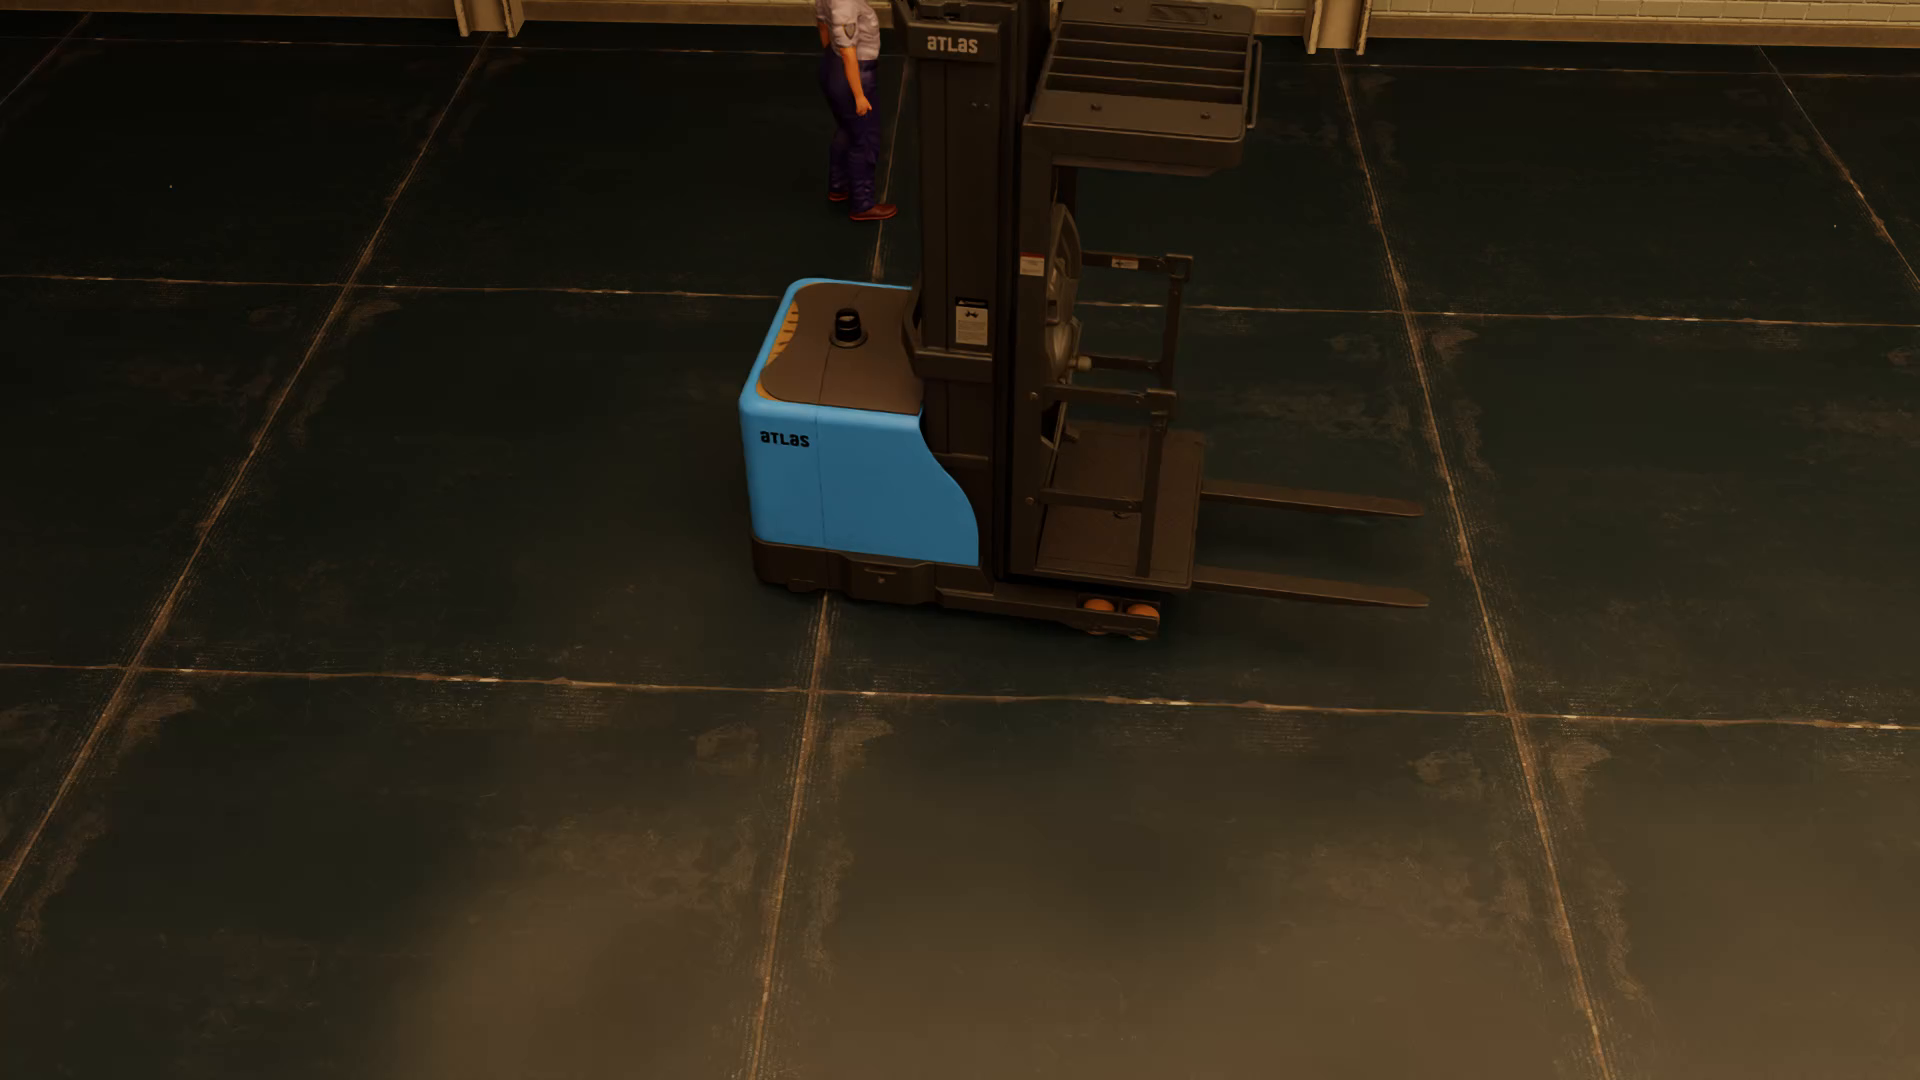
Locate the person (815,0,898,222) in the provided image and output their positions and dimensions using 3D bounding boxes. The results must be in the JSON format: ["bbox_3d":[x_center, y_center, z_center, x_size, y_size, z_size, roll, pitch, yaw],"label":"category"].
[{"bbox_3d":[-0.614,-2.656,9.607,0.379,1.651,0.549,-15,44,-16],"label":"person"}]

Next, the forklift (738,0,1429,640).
[{"bbox_3d":[0.613,-1.023,6.863,3.031,2.935,1.130,7,43,7],"label":"forklift"}]
